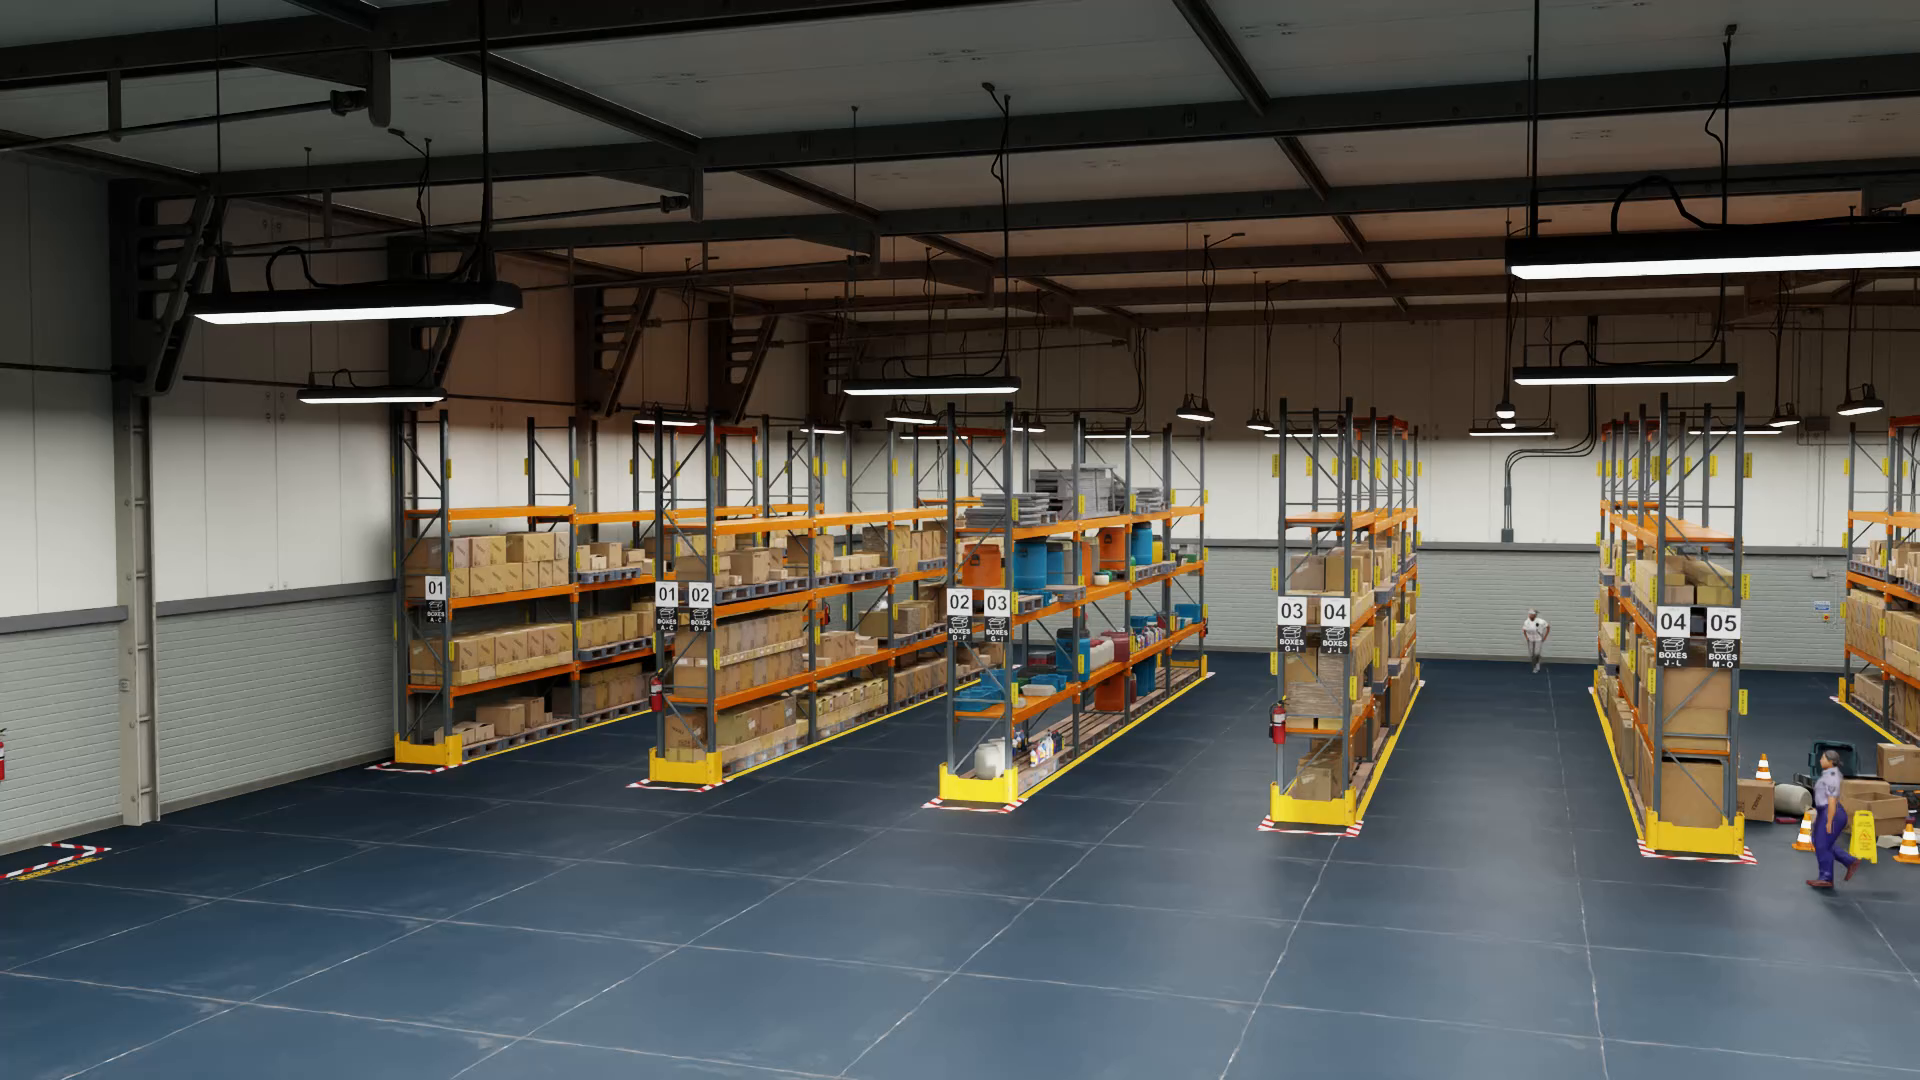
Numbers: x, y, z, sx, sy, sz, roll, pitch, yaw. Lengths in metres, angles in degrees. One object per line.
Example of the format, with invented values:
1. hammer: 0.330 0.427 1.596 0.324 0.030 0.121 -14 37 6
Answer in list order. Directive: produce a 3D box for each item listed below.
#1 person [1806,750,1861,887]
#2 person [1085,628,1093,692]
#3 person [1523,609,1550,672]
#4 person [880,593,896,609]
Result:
1. person: 10.432 3.321 19.819 0.612 1.616 0.486 1 3 19
2. person: 2.583 2.533 36.817 1.035 1.727 0.571 -2 3 -43
3. person: 14.118 2.460 40.706 0.630 1.602 0.723 1 3 28
4. person: -1.919 2.231 44.852 1.116 1.714 0.559 2 3 39
